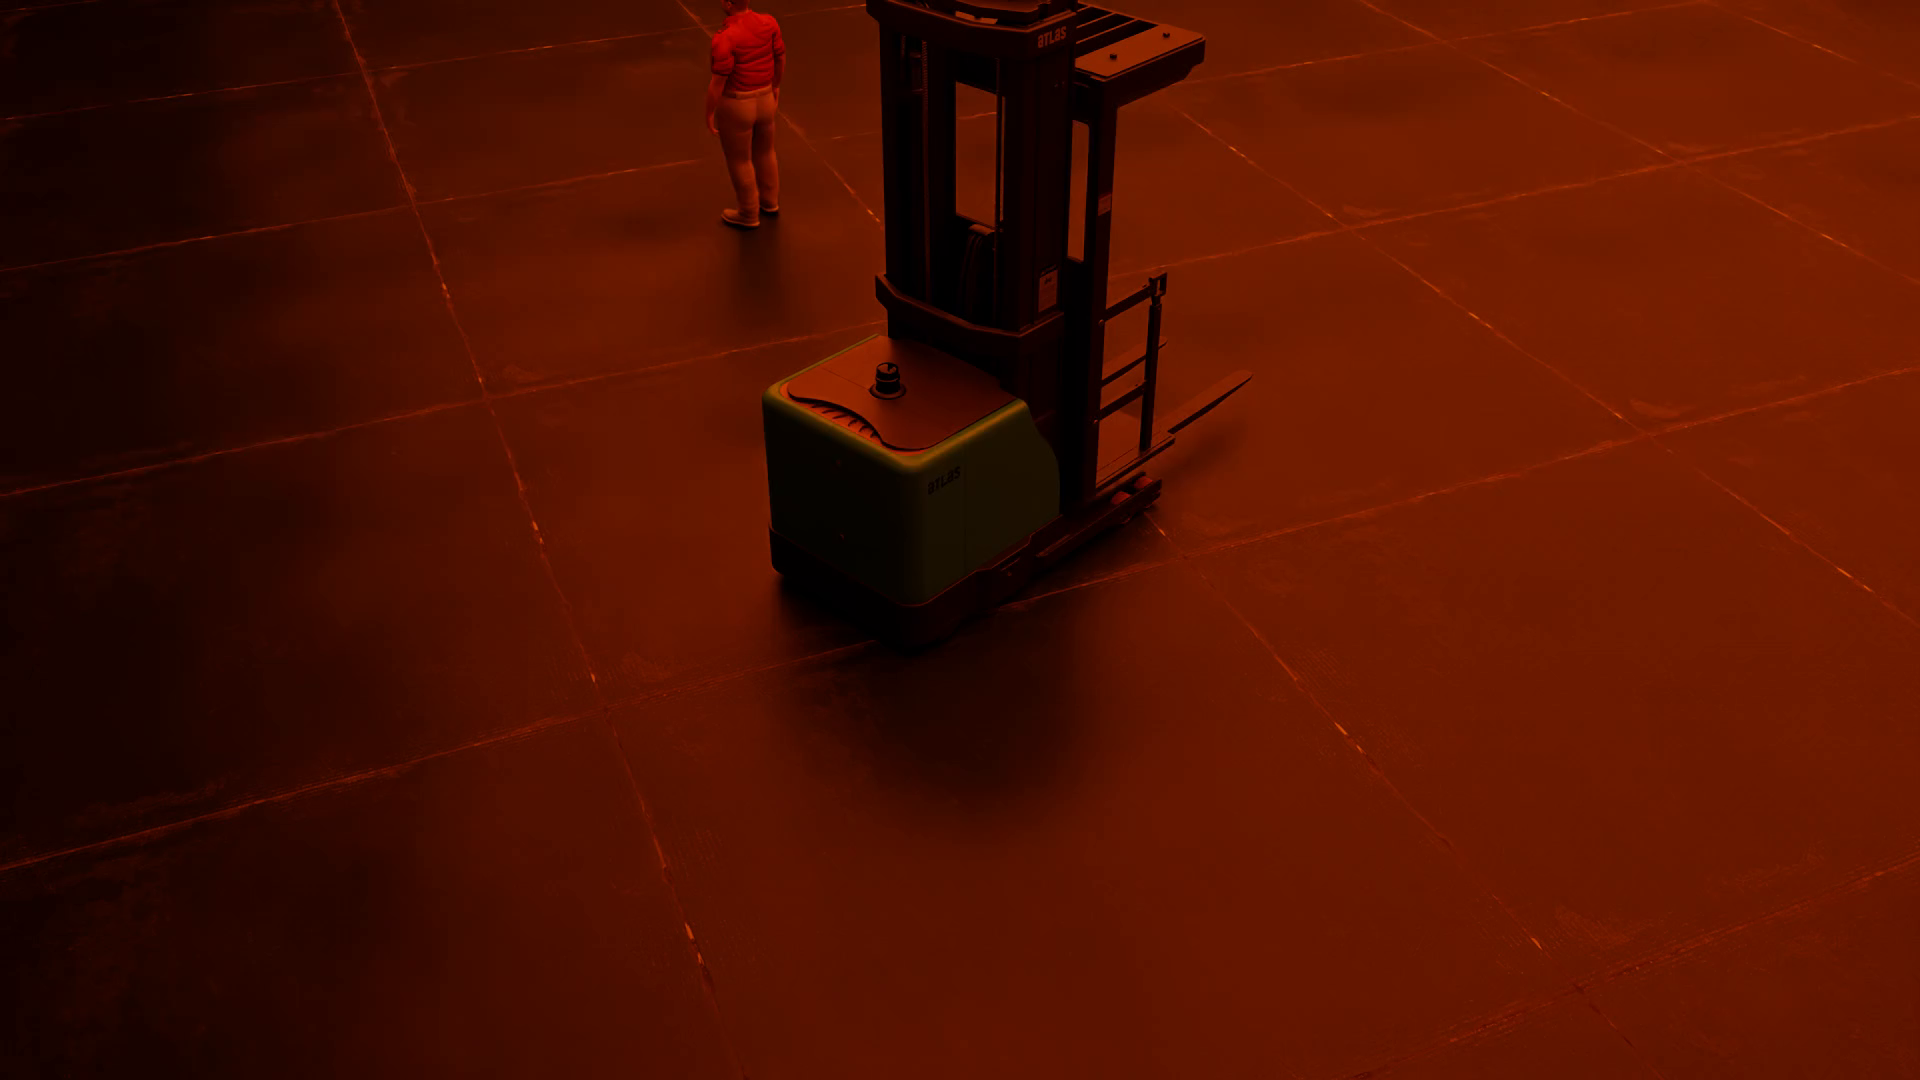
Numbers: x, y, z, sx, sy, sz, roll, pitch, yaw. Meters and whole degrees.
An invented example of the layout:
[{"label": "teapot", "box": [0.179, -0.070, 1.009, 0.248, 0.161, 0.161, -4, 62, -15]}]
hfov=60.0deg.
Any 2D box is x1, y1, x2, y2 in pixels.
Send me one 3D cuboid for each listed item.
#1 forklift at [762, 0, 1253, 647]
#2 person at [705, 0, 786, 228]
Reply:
[{"label": "forklift", "box": [0.423, -1.461, 8.153, 1.130, 2.935, 3.031, 28, 44, 33]}, {"label": "person", "box": [-1.510, -2.975, 11.308, 0.637, 1.727, 0.550, -29, 44, -34]}]
